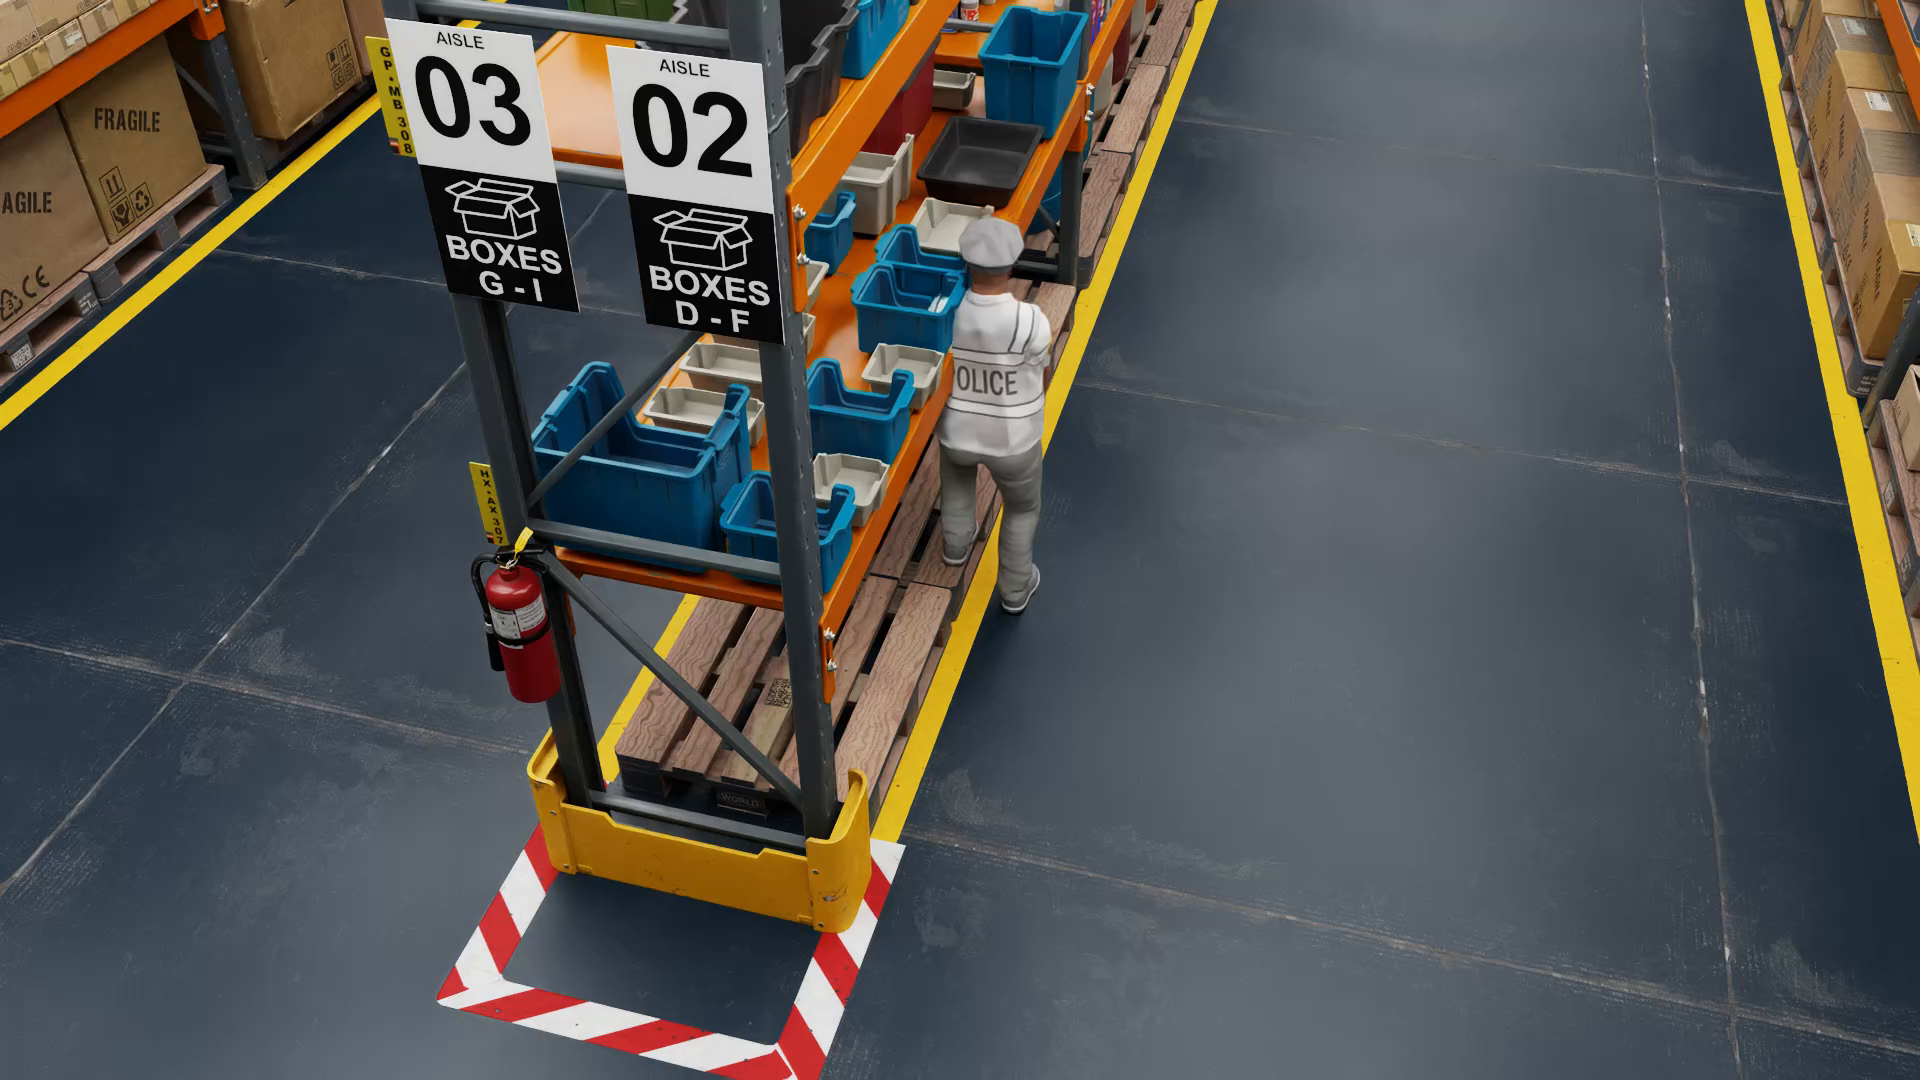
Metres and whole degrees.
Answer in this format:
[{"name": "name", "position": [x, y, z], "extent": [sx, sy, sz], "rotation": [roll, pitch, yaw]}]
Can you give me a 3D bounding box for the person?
[{"name": "person", "position": [0.121, -0.494, 6.725], "extent": [0.495, 1.762, 0.572], "rotation": [9, 42, 11]}]
